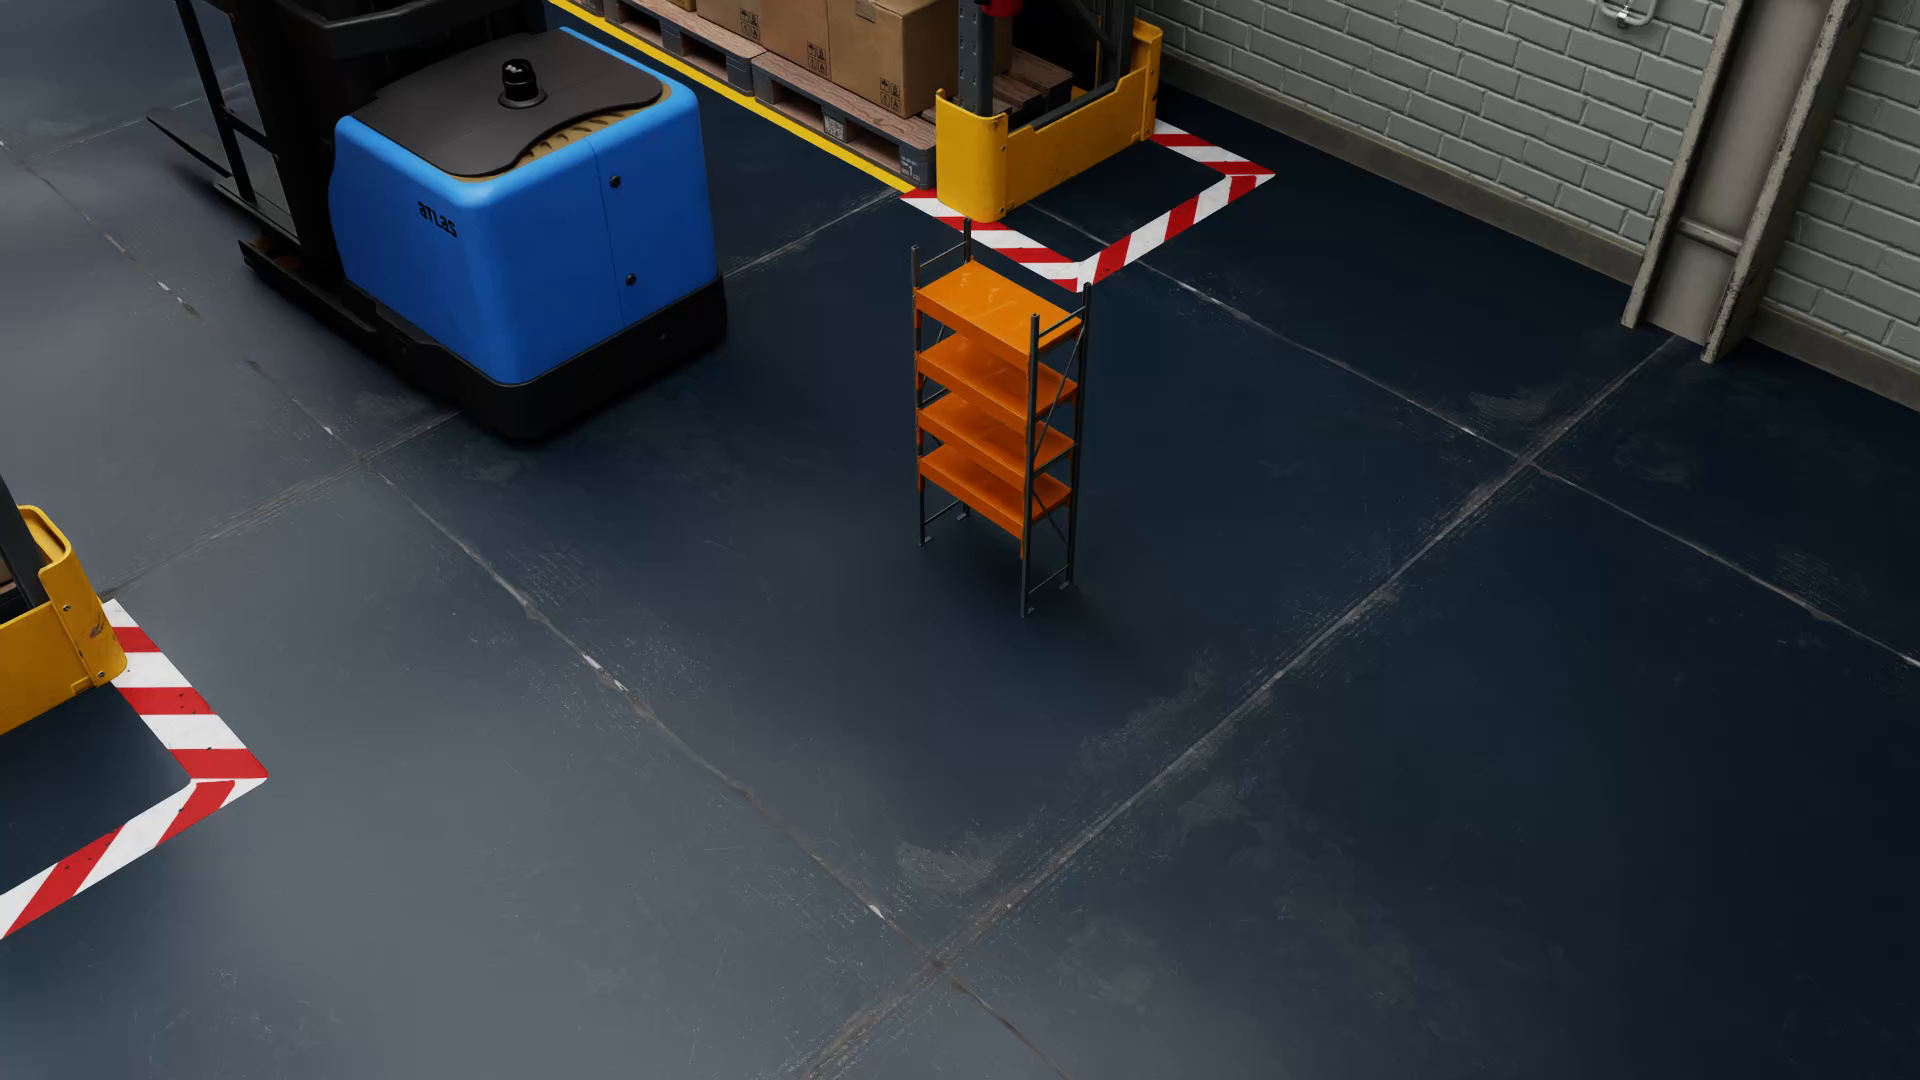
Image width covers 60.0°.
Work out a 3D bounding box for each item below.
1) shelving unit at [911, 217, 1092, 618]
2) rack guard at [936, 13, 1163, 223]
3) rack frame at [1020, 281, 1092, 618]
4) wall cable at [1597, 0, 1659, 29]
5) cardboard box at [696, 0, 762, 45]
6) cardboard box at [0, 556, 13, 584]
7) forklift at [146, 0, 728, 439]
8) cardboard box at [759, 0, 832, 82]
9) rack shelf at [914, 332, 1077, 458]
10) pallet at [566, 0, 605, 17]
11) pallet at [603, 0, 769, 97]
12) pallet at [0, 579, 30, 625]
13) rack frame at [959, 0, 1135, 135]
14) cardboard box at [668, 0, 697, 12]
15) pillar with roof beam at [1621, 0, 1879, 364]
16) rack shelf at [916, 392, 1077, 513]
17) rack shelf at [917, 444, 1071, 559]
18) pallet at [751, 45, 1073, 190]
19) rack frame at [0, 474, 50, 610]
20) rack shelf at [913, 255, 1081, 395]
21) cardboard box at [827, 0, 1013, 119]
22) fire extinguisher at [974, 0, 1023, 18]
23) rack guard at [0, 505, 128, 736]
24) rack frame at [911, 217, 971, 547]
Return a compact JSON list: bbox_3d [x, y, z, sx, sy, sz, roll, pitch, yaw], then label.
[{"bbox_3d":[0.117,-0.361,5.257,0.258,1.200,0.503,-34,53,-31],"label":"shelving unit"},{"bbox_3d":[0.405,-1.907,7.446,1.175,0.500,0.348,-34,53,-31],"label":"rack guard"},{"bbox_3d":[0.289,-0.244,5.130,0.240,1.200,0.015,-34,53,-31],"label":"rack frame"},{"bbox_3d":[1.962,-3.048,6.090,0.084,1.984,1.851,-34,53,-31],"label":"wall cable"},{"bbox_3d":[-0.886,-2.843,8.149,0.500,0.500,0.700,32,52,30],"label":"cardboard box"},{"bbox_3d":[-3.169,0.058,5.253,0.380,0.149,0.250,-34,53,-31],"label":"cardboard box"},{"bbox_3d":[-2.343,-2.318,6.099,3.031,2.935,1.130,32,51,30],"label":"forklift"},{"bbox_3d":[-0.531,-2.602,7.888,0.500,0.500,0.700,34,53,31],"label":"cardboard box"},{"bbox_3d":[0.117,-0.476,5.151,0.258,0.148,0.480,-34,53,-31],"label":"rack shelf"},{"bbox_3d":[-1.955,-3.332,9.200,1.003,0.211,1.213,-34,53,-31],"label":"pallet"},{"bbox_3d":[-1.089,-2.746,8.566,1.003,0.211,1.213,-34,53,-31],"label":"pallet"},{"bbox_3d":[-3.734,0.144,5.439,1.003,0.211,1.213,-34,53,-31],"label":"pallet"},{"bbox_3d":[0.388,-2.837,6.610,1.000,3.000,0.127,-34,53,-31],"label":"rack frame"},{"bbox_3d":[-1.268,-3.096,8.423,0.700,0.500,0.500,-33,52,-30],"label":"cardboard box"},{"bbox_3d":[-0.141,-2.094,1.386,9.100,9.000,0.400,-34,53,-31],"label":"pillar with roof beam"},{"bbox_3d":[0.117,-0.312,5.302,0.258,0.148,0.480,-34,53,-31],"label":"rack shelf"},{"bbox_3d":[0.117,-0.166,5.437,0.258,0.148,0.480,-34,53,-31],"label":"rack shelf"},{"bbox_3d":[-0.232,-2.160,7.932,1.003,0.211,1.213,-34,53,-31],"label":"pallet"},{"bbox_3d":[-3.117,-0.461,4.039,1.000,3.000,0.127,-34,53,-31],"label":"rack frame"},{"bbox_3d":[0.117,-0.650,4.990,0.258,0.148,0.480,-34,53,-31],"label":"rack shelf"},{"bbox_3d":[-0.177,-2.362,7.628,0.700,0.500,0.500,-34,53,-31],"label":"cardboard box"},{"bbox_3d":[0.168,-2.378,6.445,0.296,0.674,0.183,-34,53,-31],"label":"fire extinguisher"},{"bbox_3d":[-3.170,0.420,4.927,1.175,0.500,0.348,-34,53,-31],"label":"rack guard"},{"bbox_3d":[-0.055,-0.478,5.384,0.240,1.200,0.015,-34,53,-31],"label":"rack frame"}]
